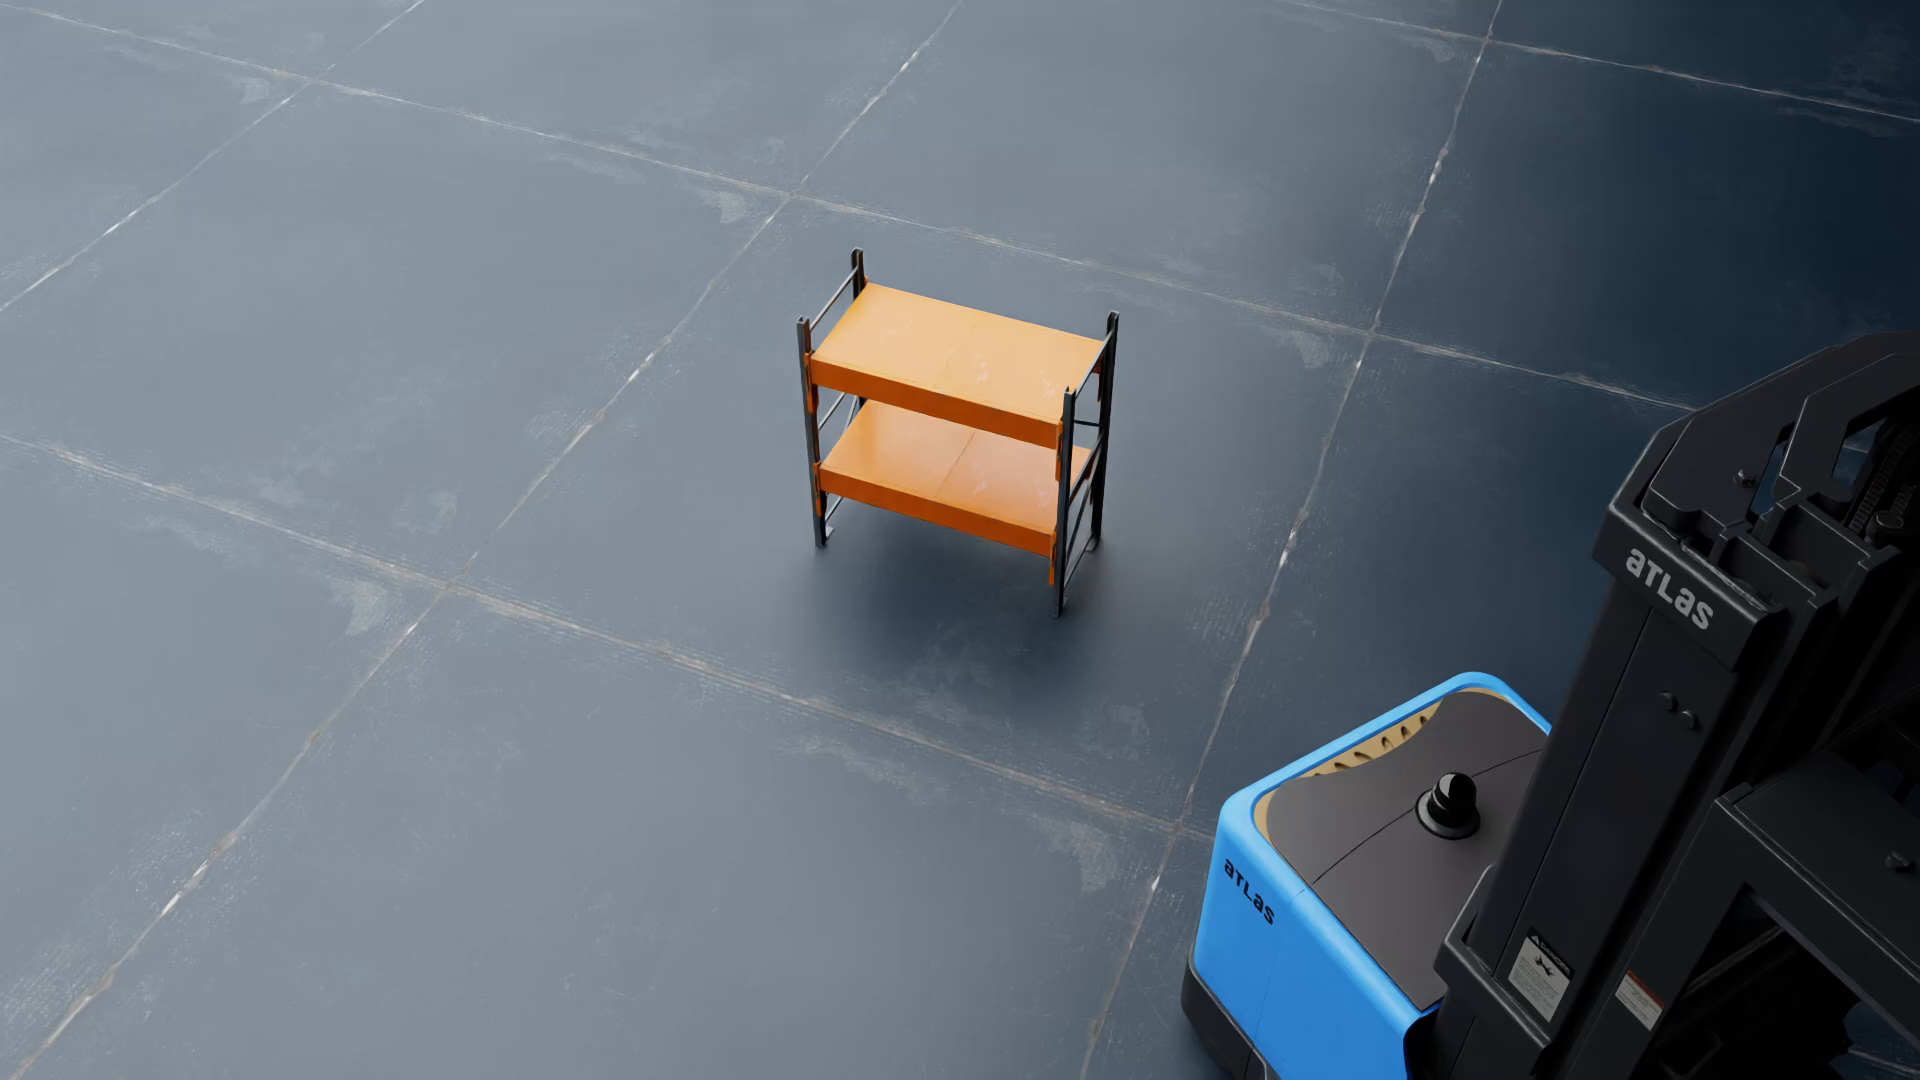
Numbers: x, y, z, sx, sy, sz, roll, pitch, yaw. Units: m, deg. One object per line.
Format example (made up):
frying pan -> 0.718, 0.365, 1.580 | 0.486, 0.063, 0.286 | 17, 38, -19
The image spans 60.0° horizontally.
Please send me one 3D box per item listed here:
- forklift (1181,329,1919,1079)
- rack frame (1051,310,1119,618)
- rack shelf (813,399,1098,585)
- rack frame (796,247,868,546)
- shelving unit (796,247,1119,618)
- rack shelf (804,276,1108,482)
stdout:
forklift -> 1.885, 1.150, 3.517 | 1.130, 2.935, 3.031 | -23, 49, -22
rack frame -> 0.463, -0.263, 6.216 | 0.032, 1.125, 0.500 | 16, 47, 16
rack shelf -> -0.006, -0.227, 6.528 | 1.000, 0.278, 0.538 | 16, 47, 16
rack frame -> -0.475, -0.539, 6.494 | 0.032, 1.125, 0.500 | 16, 47, 16
shelving unit -> -0.006, -0.401, 6.355 | 1.048, 1.125, 0.538 | 16, 47, 16
rack shelf -> -0.006, -0.608, 6.149 | 1.000, 0.278, 0.538 | 16, 47, 16
